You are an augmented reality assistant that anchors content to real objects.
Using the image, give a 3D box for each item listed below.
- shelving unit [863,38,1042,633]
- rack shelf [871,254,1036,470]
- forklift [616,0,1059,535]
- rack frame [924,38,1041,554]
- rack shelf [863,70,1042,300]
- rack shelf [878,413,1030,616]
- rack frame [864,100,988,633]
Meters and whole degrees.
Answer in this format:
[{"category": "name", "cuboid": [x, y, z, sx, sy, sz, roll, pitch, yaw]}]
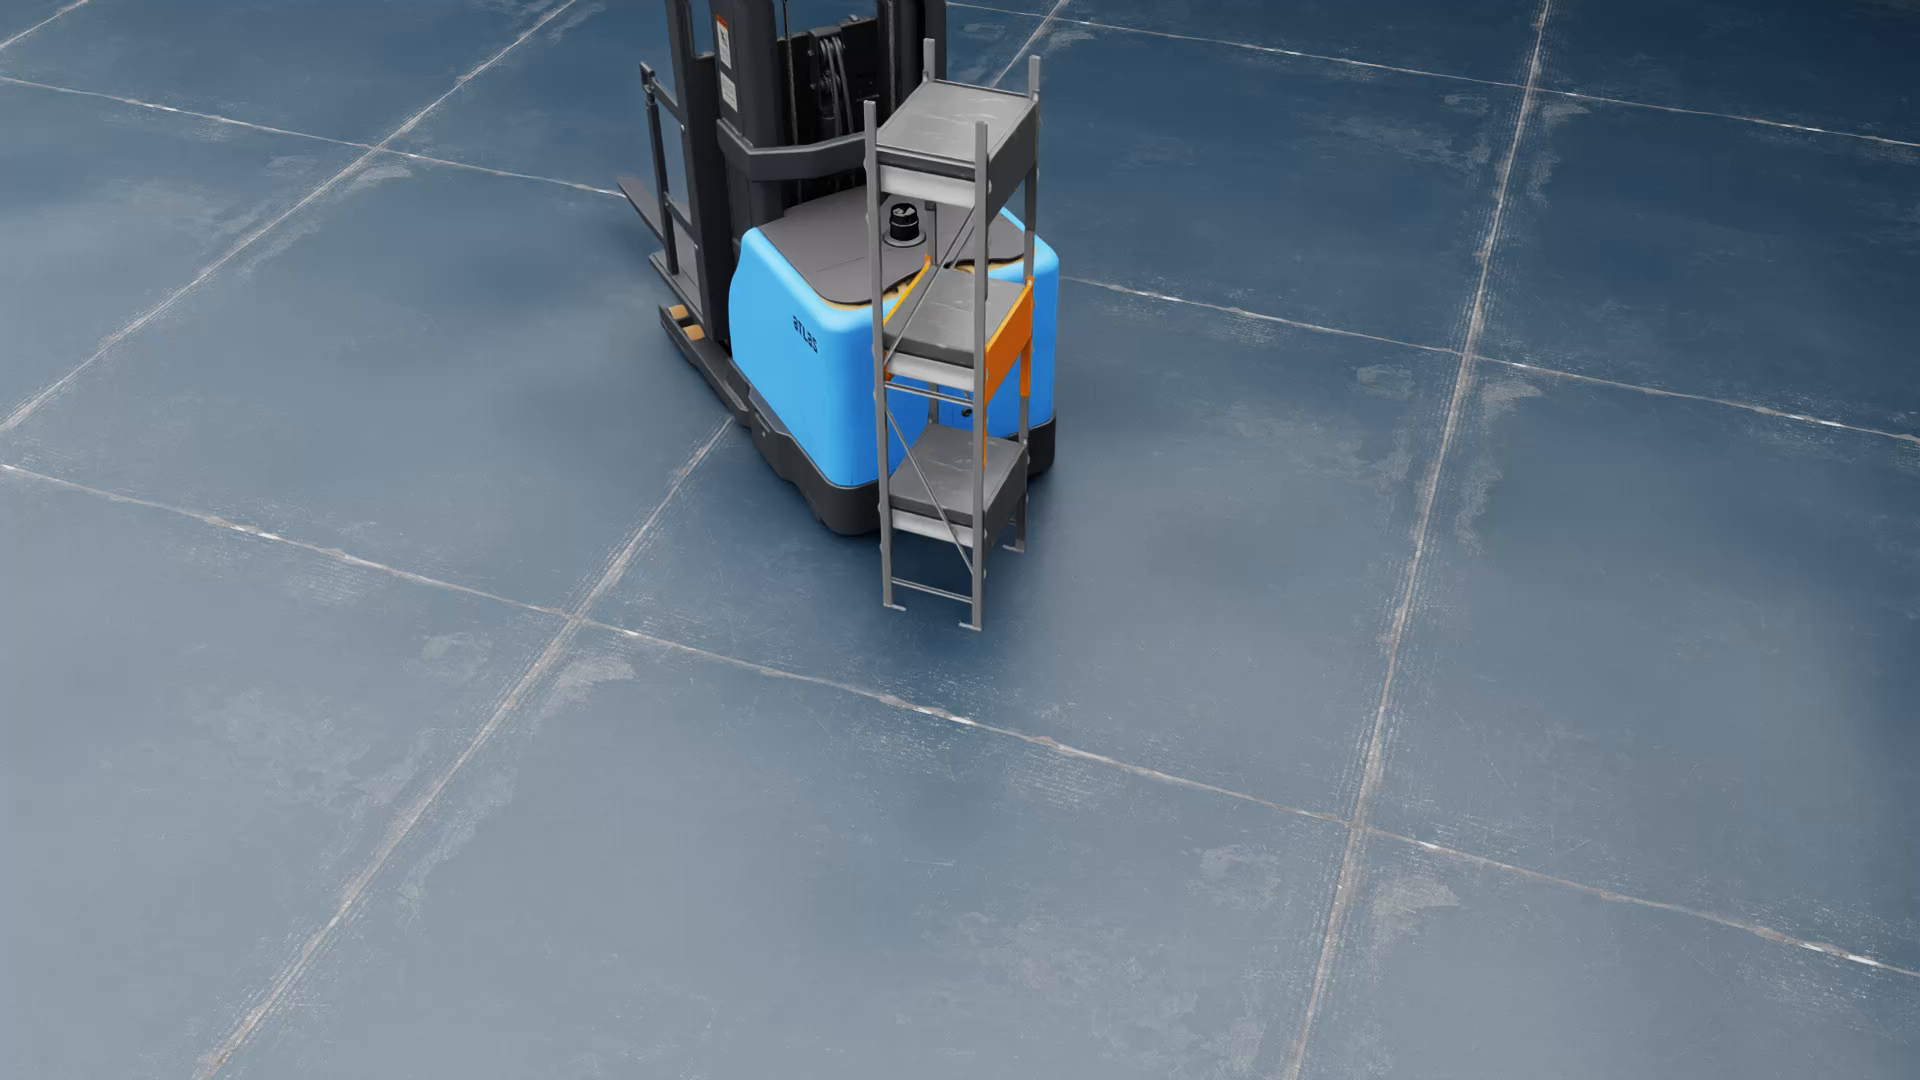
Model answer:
[{"category": "shelving unit", "cuboid": [-0.018, -0.645, 5.888, 0.431, 2.100, 0.503, 14, 42, 16]}, {"category": "rack shelf", "cuboid": [-0.018, -0.634, 5.897, 0.431, 0.518, 0.480, 14, 42, 16]}, {"category": "forklift", "cuboid": [-0.755, -2.078, 6.927, 1.130, 2.935, 3.031, -20, 44, -22]}, {"category": "rack frame", "cuboid": [0.070, -0.792, 6.061, 0.400, 2.100, 0.015, 14, 42, 16]}, {"category": "rack shelf", "cuboid": [-0.018, -1.167, 5.442, 0.431, 0.518, 0.480, 14, 42, 16]}, {"category": "rack shelf", "cuboid": [-0.018, -0.102, 6.351, 0.431, 0.518, 0.480, 14, 42, 16]}, {"category": "rack frame", "cuboid": [-0.106, -0.497, 5.715, 0.400, 2.100, 0.015, 14, 42, 16]}]
